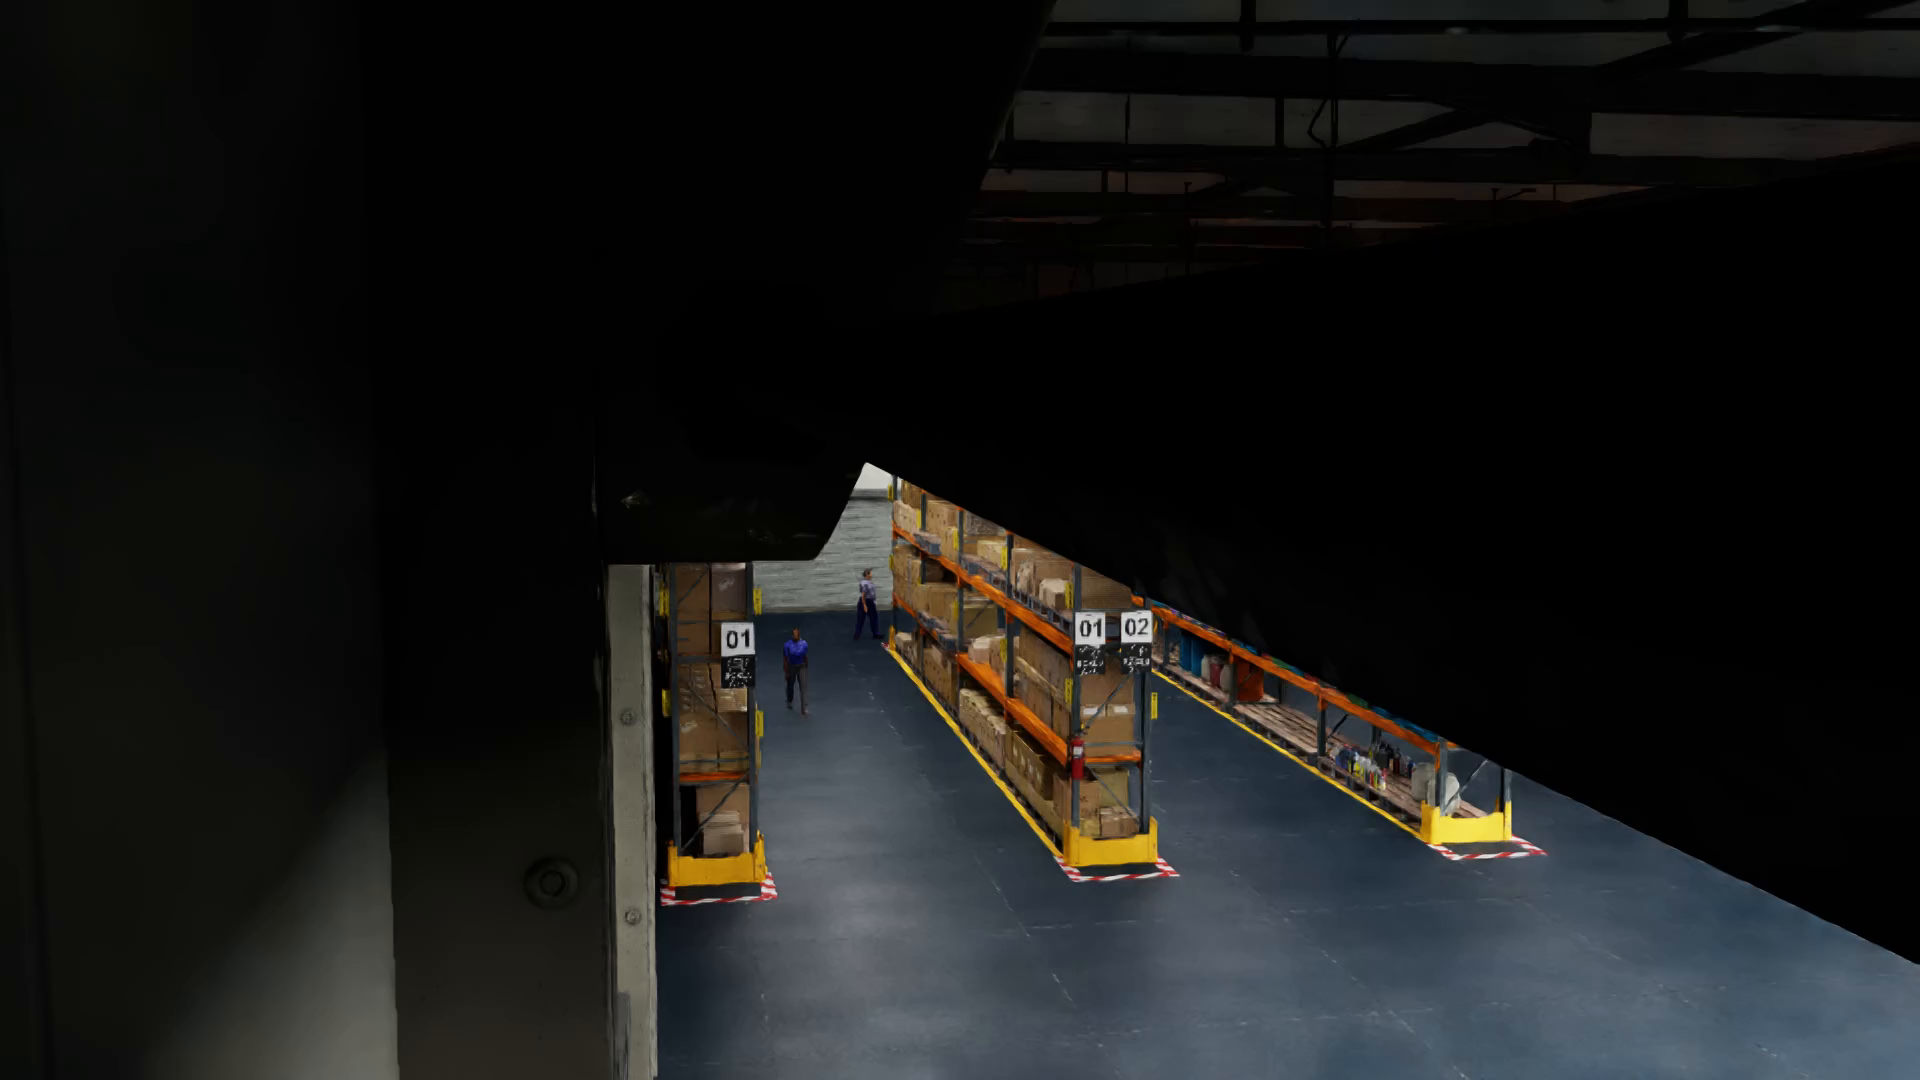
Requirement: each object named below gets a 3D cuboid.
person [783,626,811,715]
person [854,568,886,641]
[{"bbox_3d":[-2.946,2.311,29.799,0.450,1.572,1.089,-1,6,-13],"label":"person"},{"bbox_3d":[-2.074,1.439,37.658,0.560,1.640,0.733,3,7,25],"label":"person"}]
